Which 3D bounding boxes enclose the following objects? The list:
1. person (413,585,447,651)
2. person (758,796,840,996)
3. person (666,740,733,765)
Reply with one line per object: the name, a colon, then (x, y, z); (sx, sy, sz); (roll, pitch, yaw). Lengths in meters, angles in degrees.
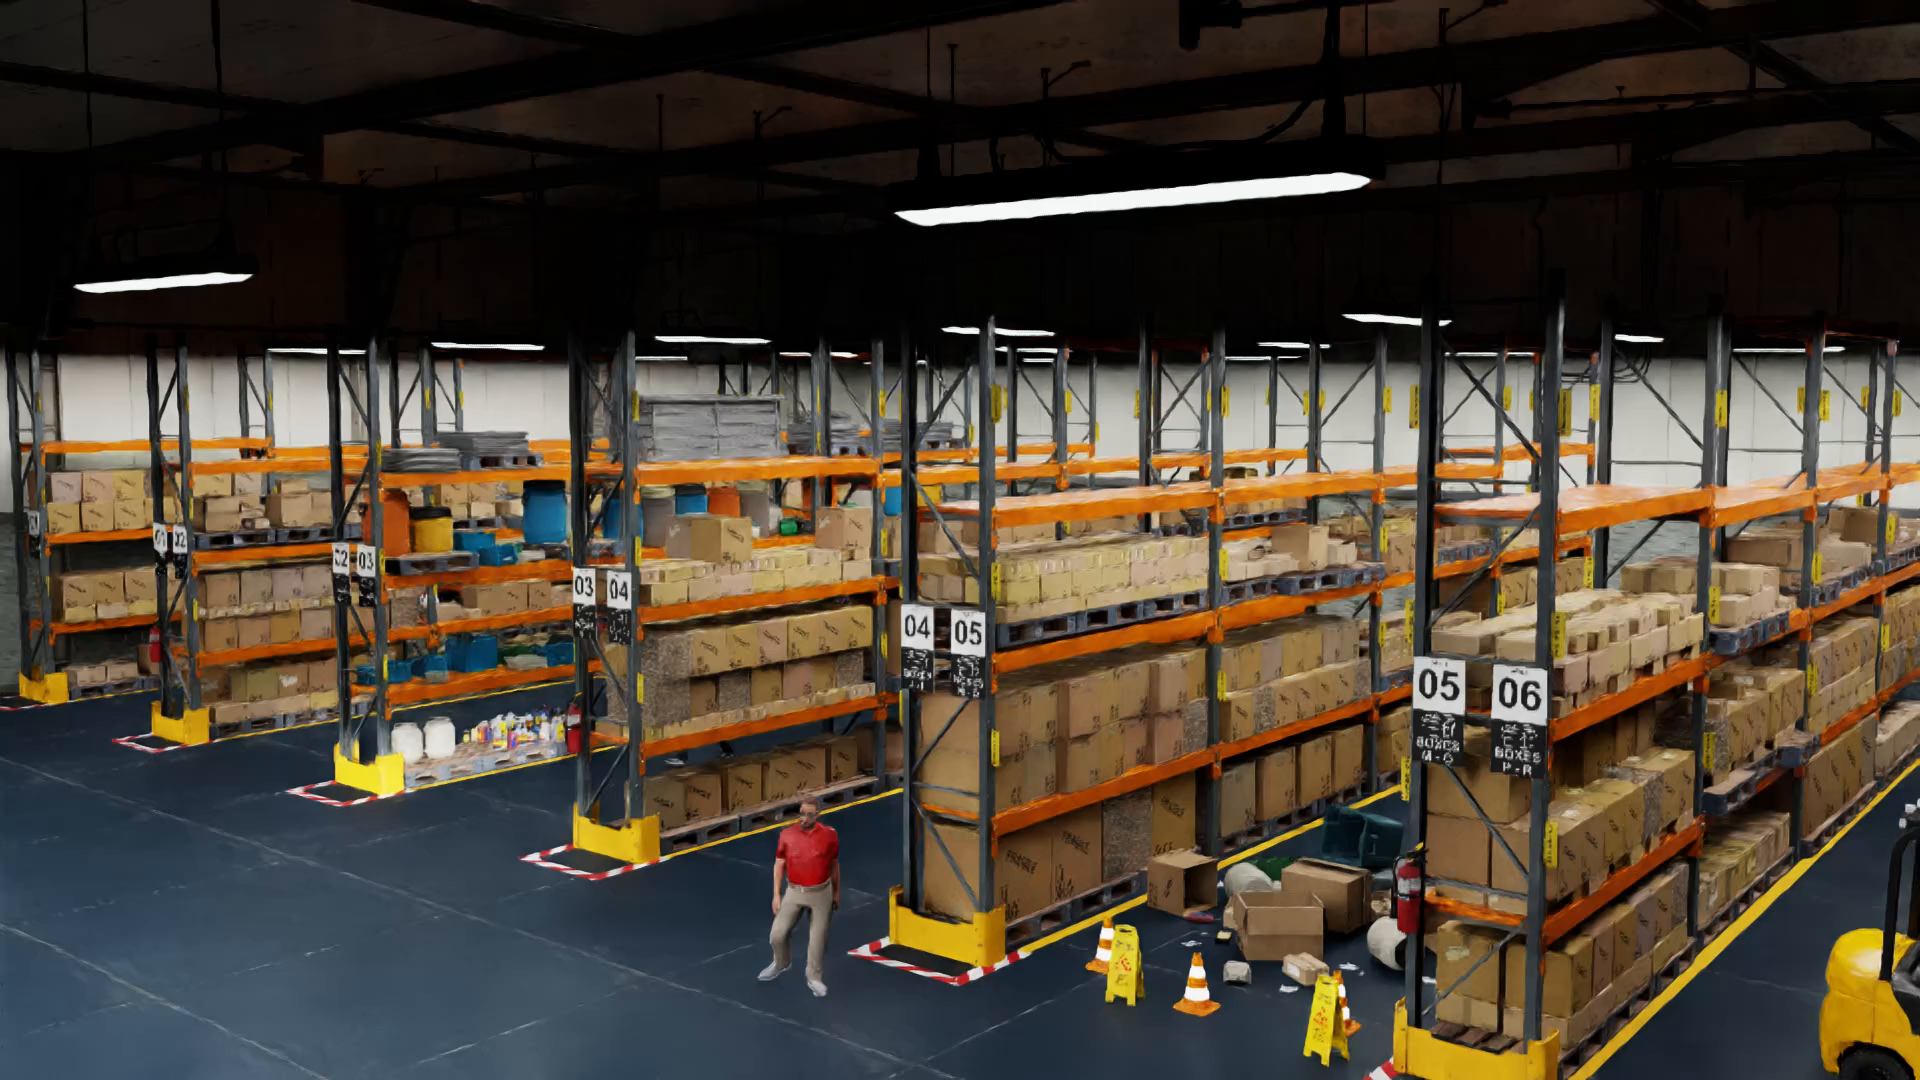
person: (-9.672, 1.575, 30.317); (0.603, 1.725, 1.110); (4, 7, 38)
person: (-1.389, 3.026, 14.273); (0.721, 1.717, 0.546); (0, 5, -2)
person: (-3.572, 2.327, 22.906); (0.962, 1.532, 0.408); (-5, 7, -41)
